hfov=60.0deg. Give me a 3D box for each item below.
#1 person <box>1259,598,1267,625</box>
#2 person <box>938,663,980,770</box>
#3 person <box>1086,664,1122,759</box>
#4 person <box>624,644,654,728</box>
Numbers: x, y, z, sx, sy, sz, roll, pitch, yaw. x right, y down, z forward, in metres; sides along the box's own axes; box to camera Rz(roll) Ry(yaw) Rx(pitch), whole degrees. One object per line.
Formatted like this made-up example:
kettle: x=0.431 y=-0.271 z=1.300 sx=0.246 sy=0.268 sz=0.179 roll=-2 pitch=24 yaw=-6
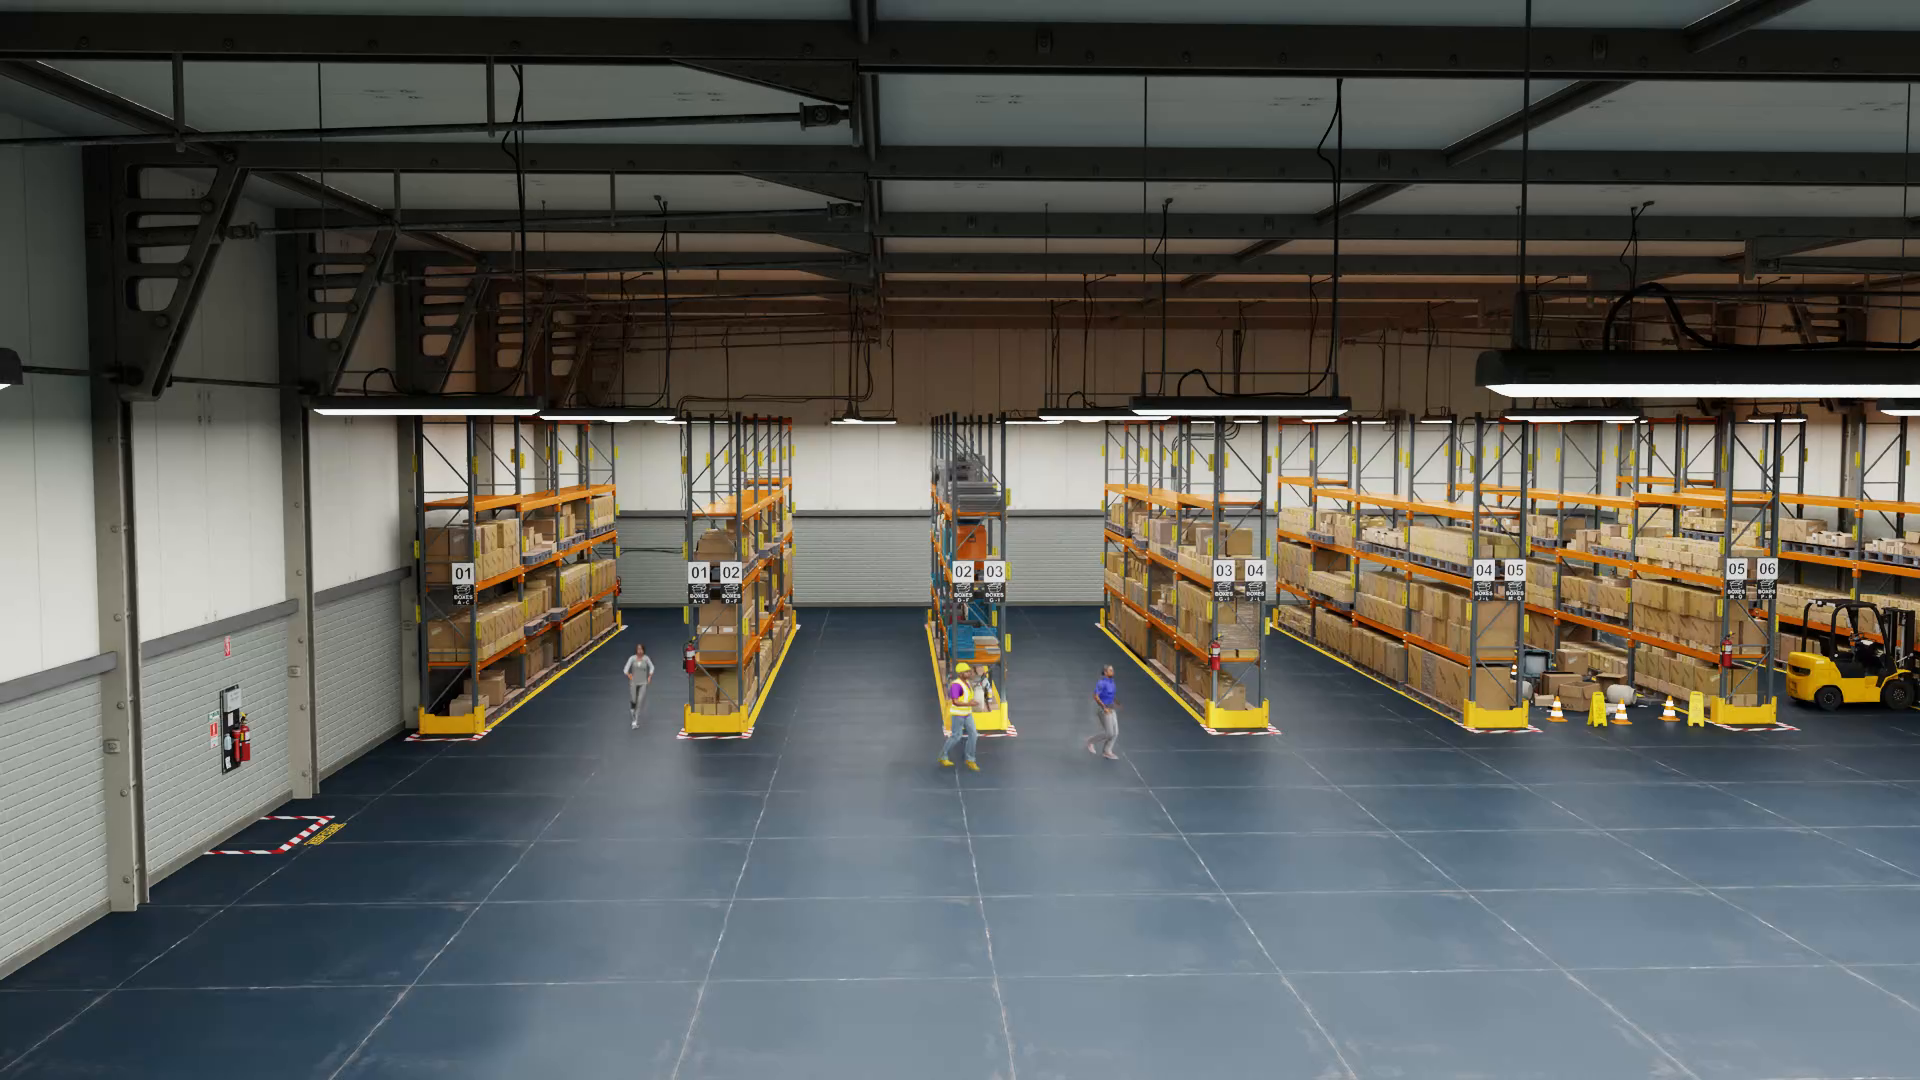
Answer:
person: x=7.899 y=1.862 z=44.575 sx=0.627 sy=1.666 sz=0.605 roll=1 pitch=4 yaw=9
person: x=0.016 y=2.964 z=27.778 sx=0.763 sy=1.846 sz=0.719 roll=2 pitch=4 yaw=26
person: x=2.489 y=2.960 z=28.820 sx=0.564 sy=1.633 sz=0.598 roll=2 pitch=4 yaw=29
person: x=-6.166 y=2.781 z=31.959 sx=0.576 sy=1.593 sz=0.725 roll=-1 pitch=4 yaw=-15
